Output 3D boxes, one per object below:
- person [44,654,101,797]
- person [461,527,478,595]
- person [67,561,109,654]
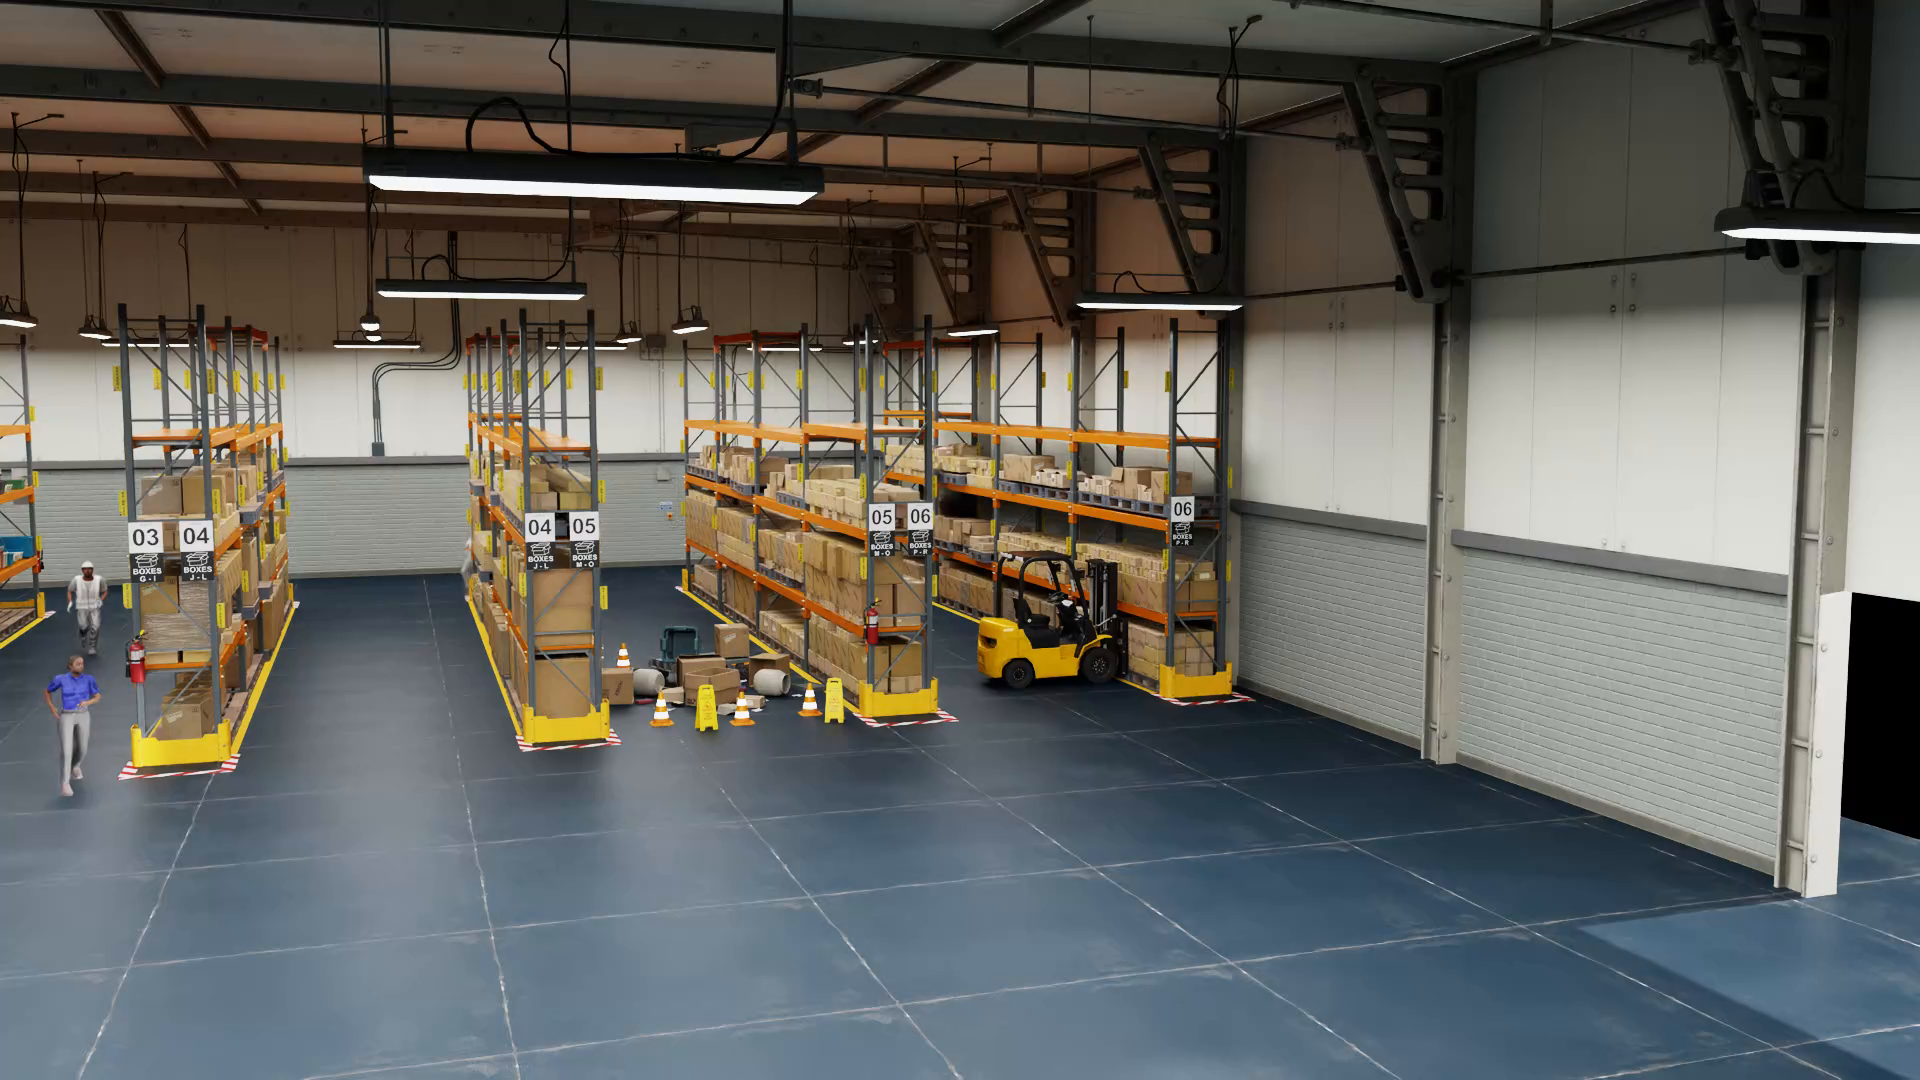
[{"bbox_3d":[-10.920,2.240,20.541,0.593,1.660,0.941,-5,7,-43],"label":"person"},{"bbox_3d":[-11.392,0.469,39.294,0.581,1.713,0.729,4,7,38],"label":"person"},{"bbox_3d":[-15.994,1.249,30.516,0.684,1.727,0.635,-3,6,-29],"label":"person"}]
